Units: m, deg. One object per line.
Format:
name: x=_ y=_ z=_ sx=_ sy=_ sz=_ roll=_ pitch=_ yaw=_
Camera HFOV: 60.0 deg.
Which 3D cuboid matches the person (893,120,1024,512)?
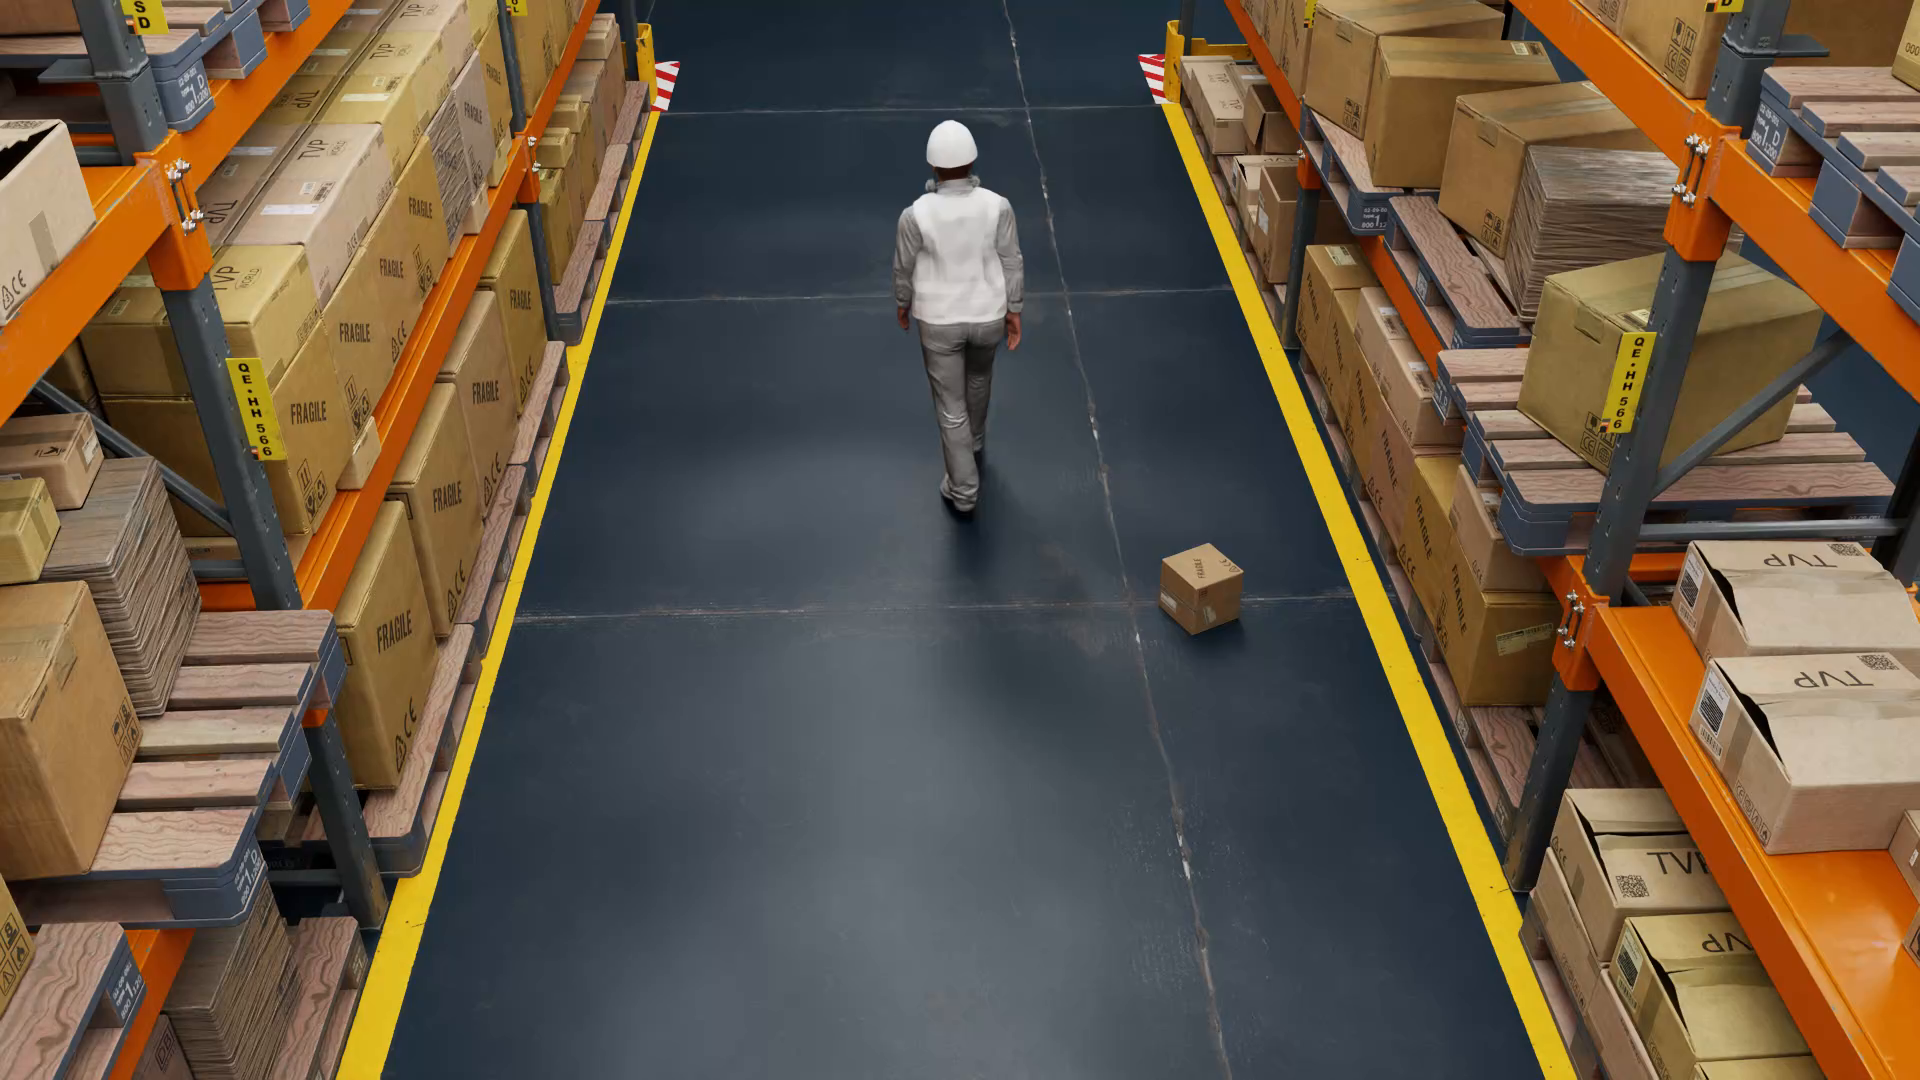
person: x=-0.007 y=-1.015 z=7.594 sx=0.564 sy=1.802 sz=0.795 roll=-9 pitch=36 yaw=-12
